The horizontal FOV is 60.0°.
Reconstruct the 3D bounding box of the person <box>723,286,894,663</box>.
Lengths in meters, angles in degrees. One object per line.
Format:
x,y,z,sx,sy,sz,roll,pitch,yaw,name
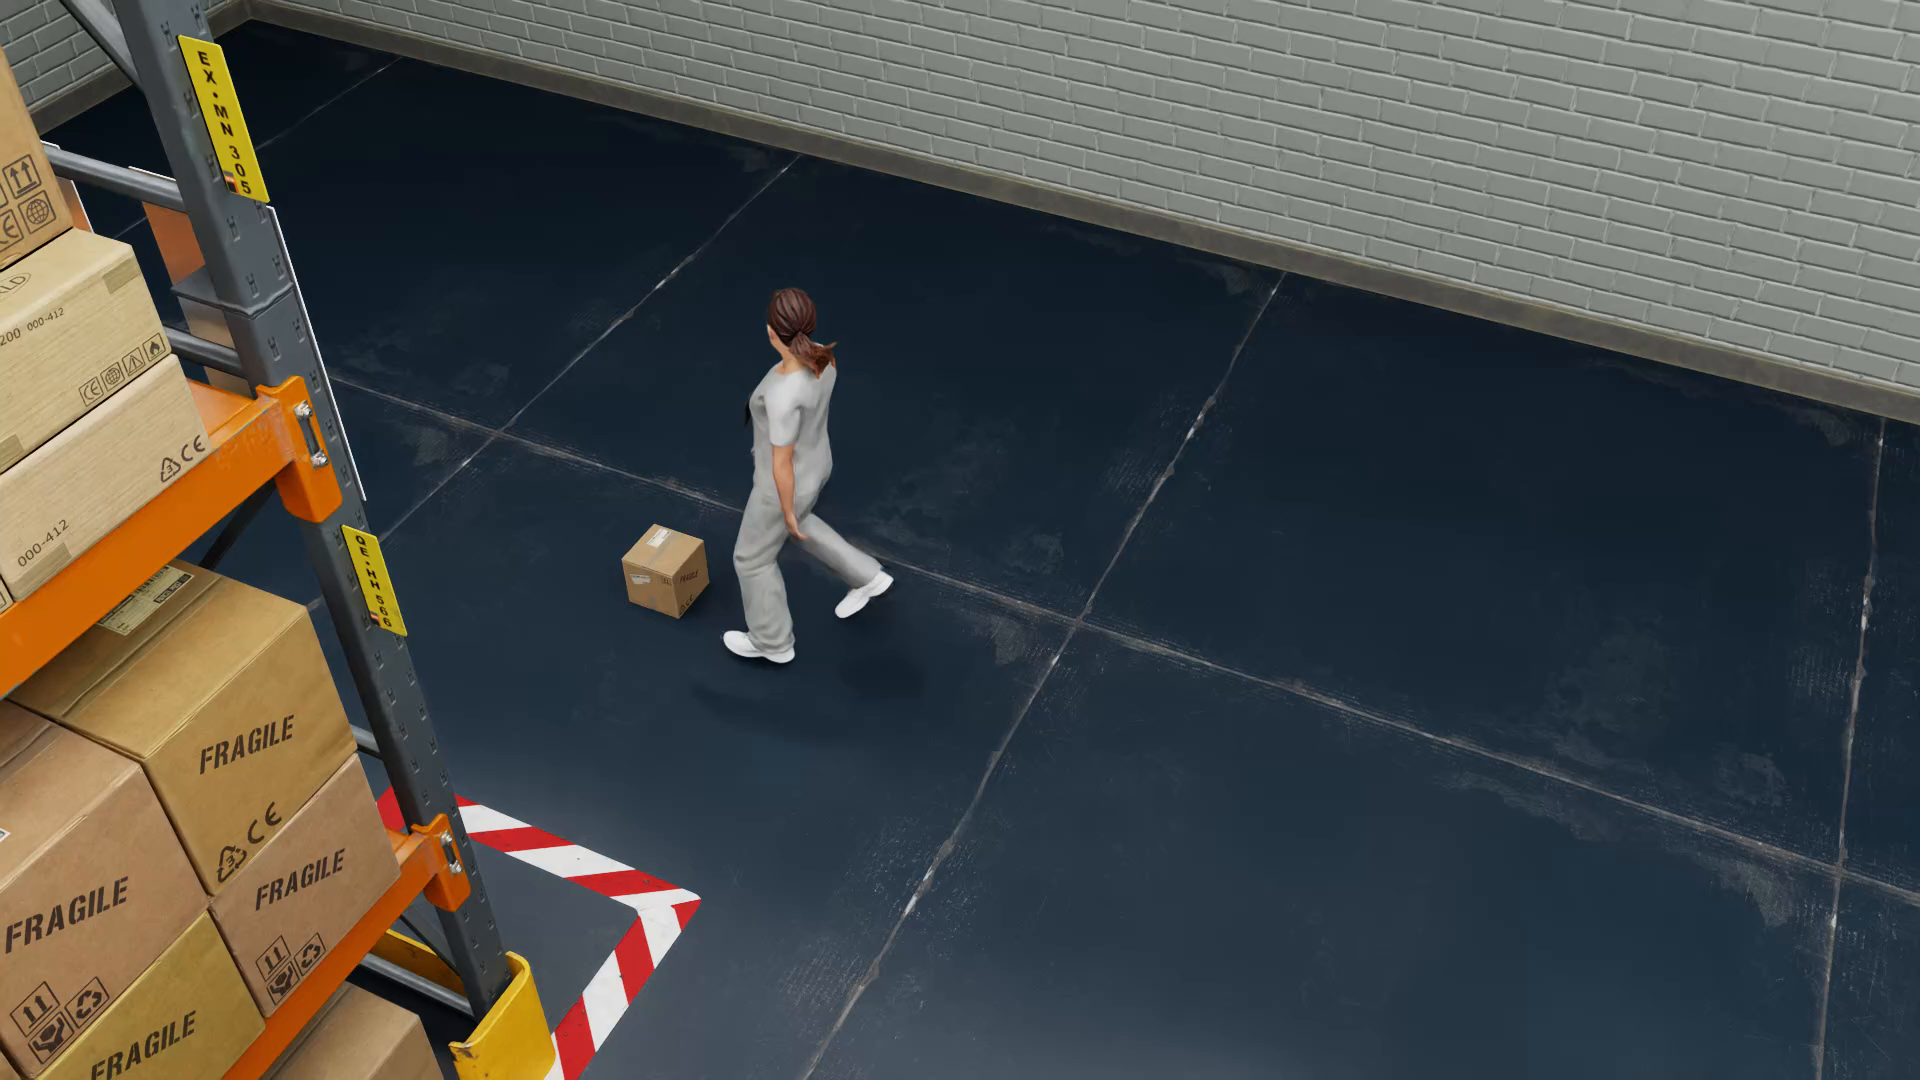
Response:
-0.613,-0.226,6.395,0.633,1.640,0.494,14,44,15,person
